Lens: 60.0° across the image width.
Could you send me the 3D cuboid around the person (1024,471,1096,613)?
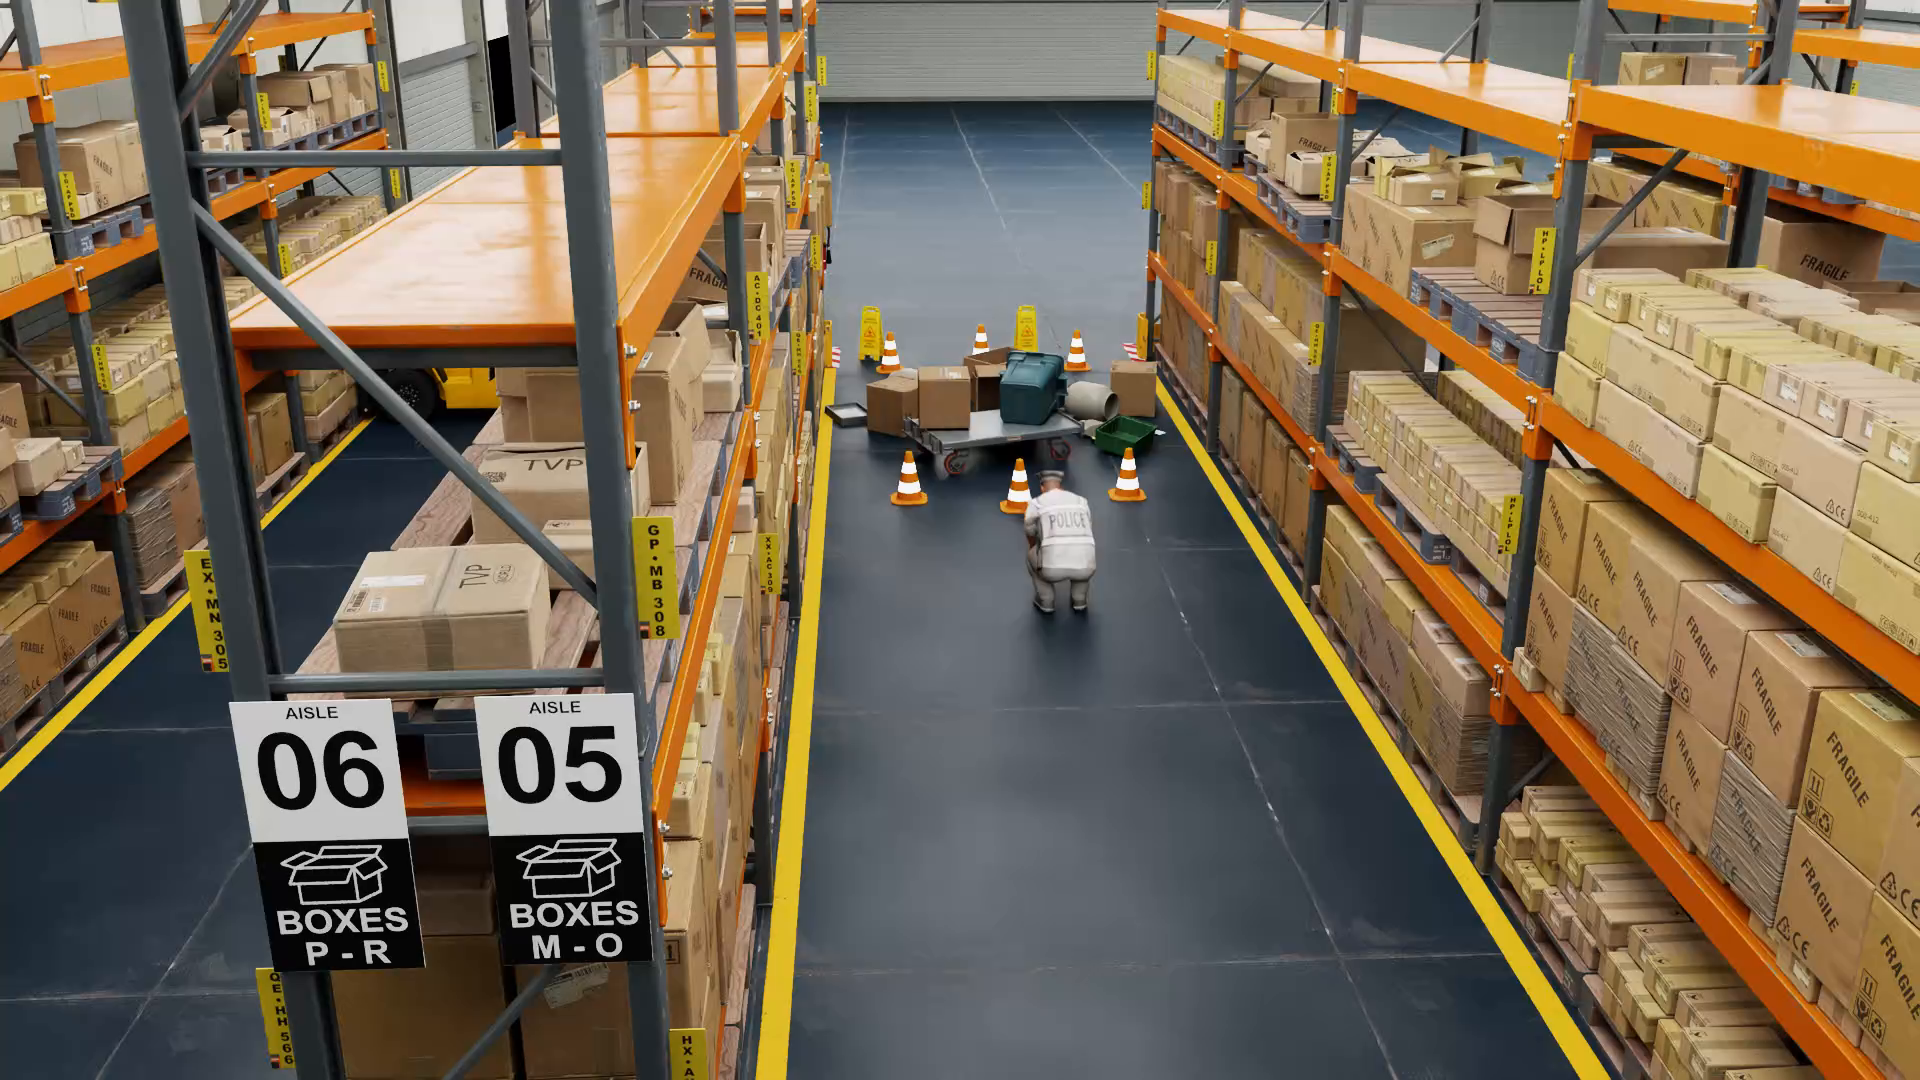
[{"bbox_3d":[0.784,0.007,12.991,0.553,1.010,0.903,-1,20,-3],"label":"person"}]
